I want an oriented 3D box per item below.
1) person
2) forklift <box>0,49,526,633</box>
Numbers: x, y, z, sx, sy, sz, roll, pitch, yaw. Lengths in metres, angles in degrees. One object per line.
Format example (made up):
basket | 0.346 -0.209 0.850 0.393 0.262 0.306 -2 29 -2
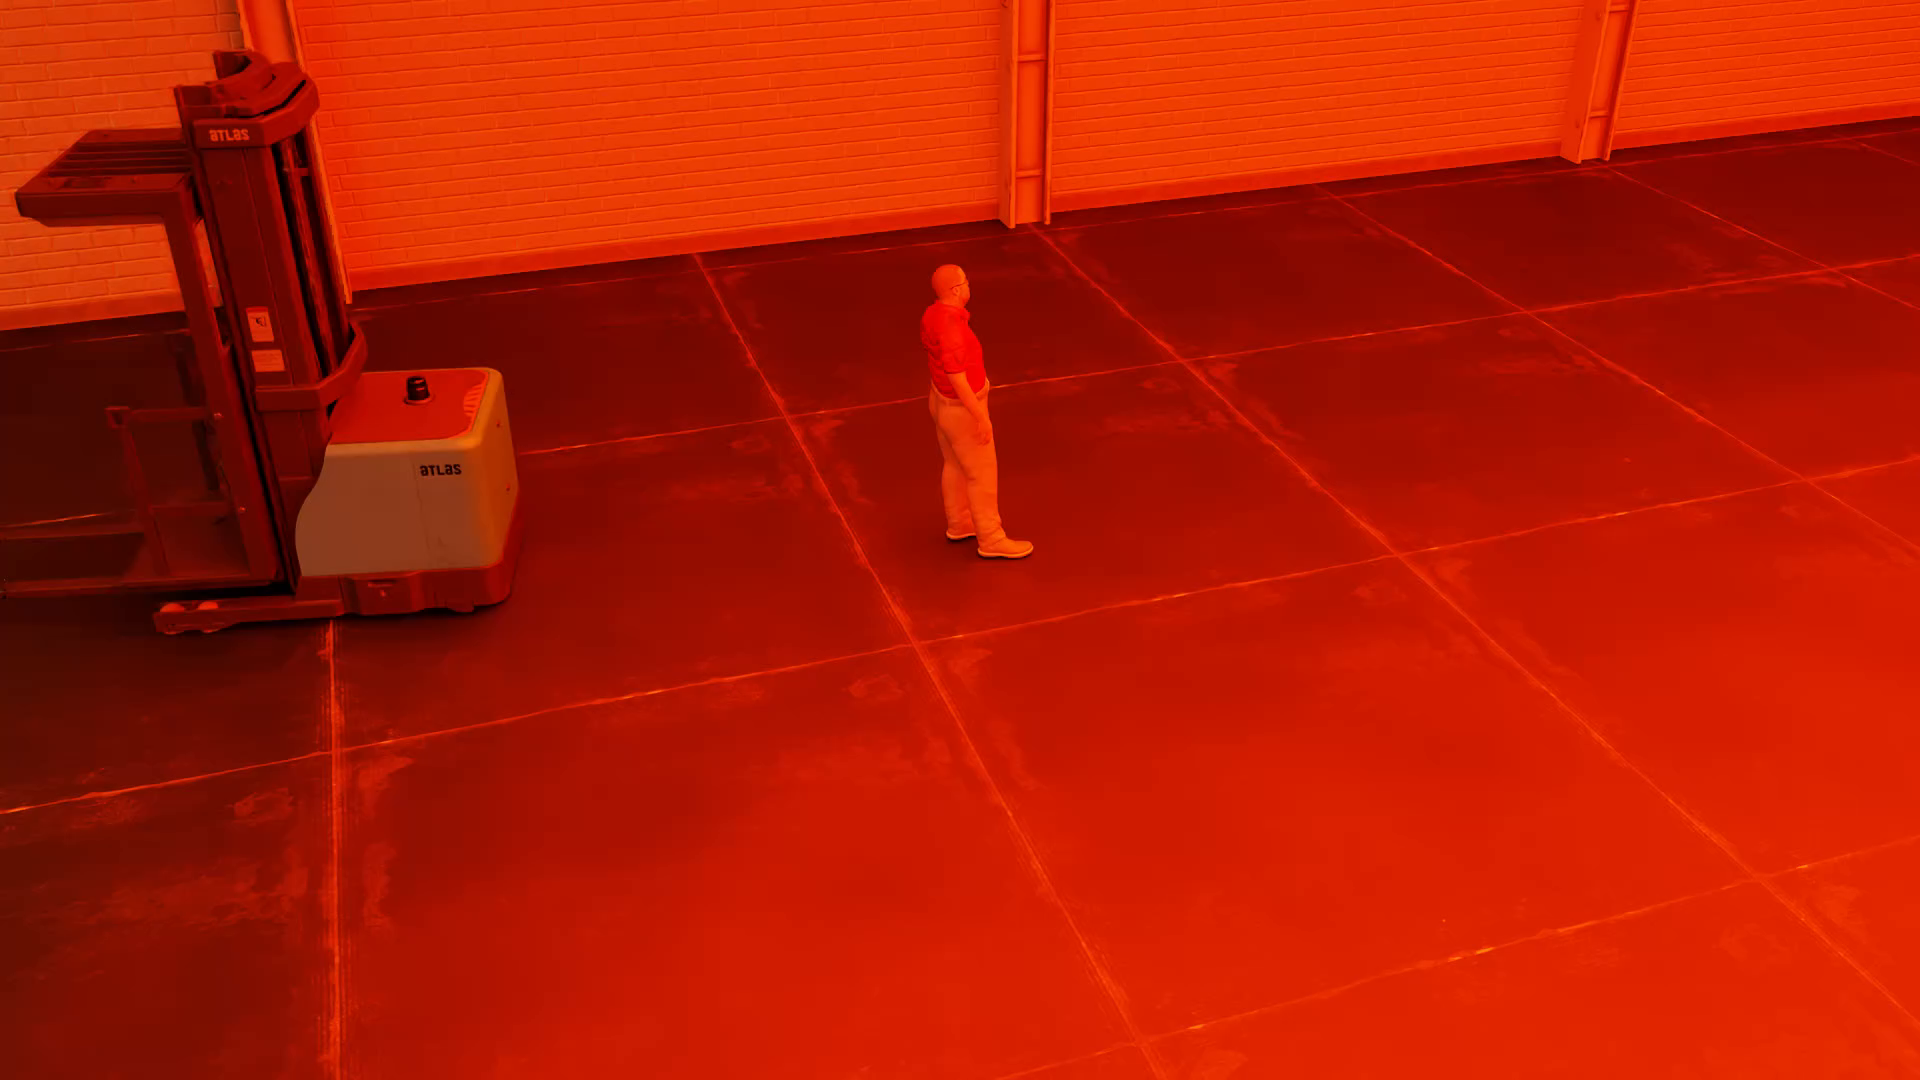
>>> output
person | 0.089 -0.763 9.607 0.551 1.725 0.640 -10 31 -16
forklift | -4.089 -1.029 8.876 3.031 2.935 1.130 -3 30 -5
